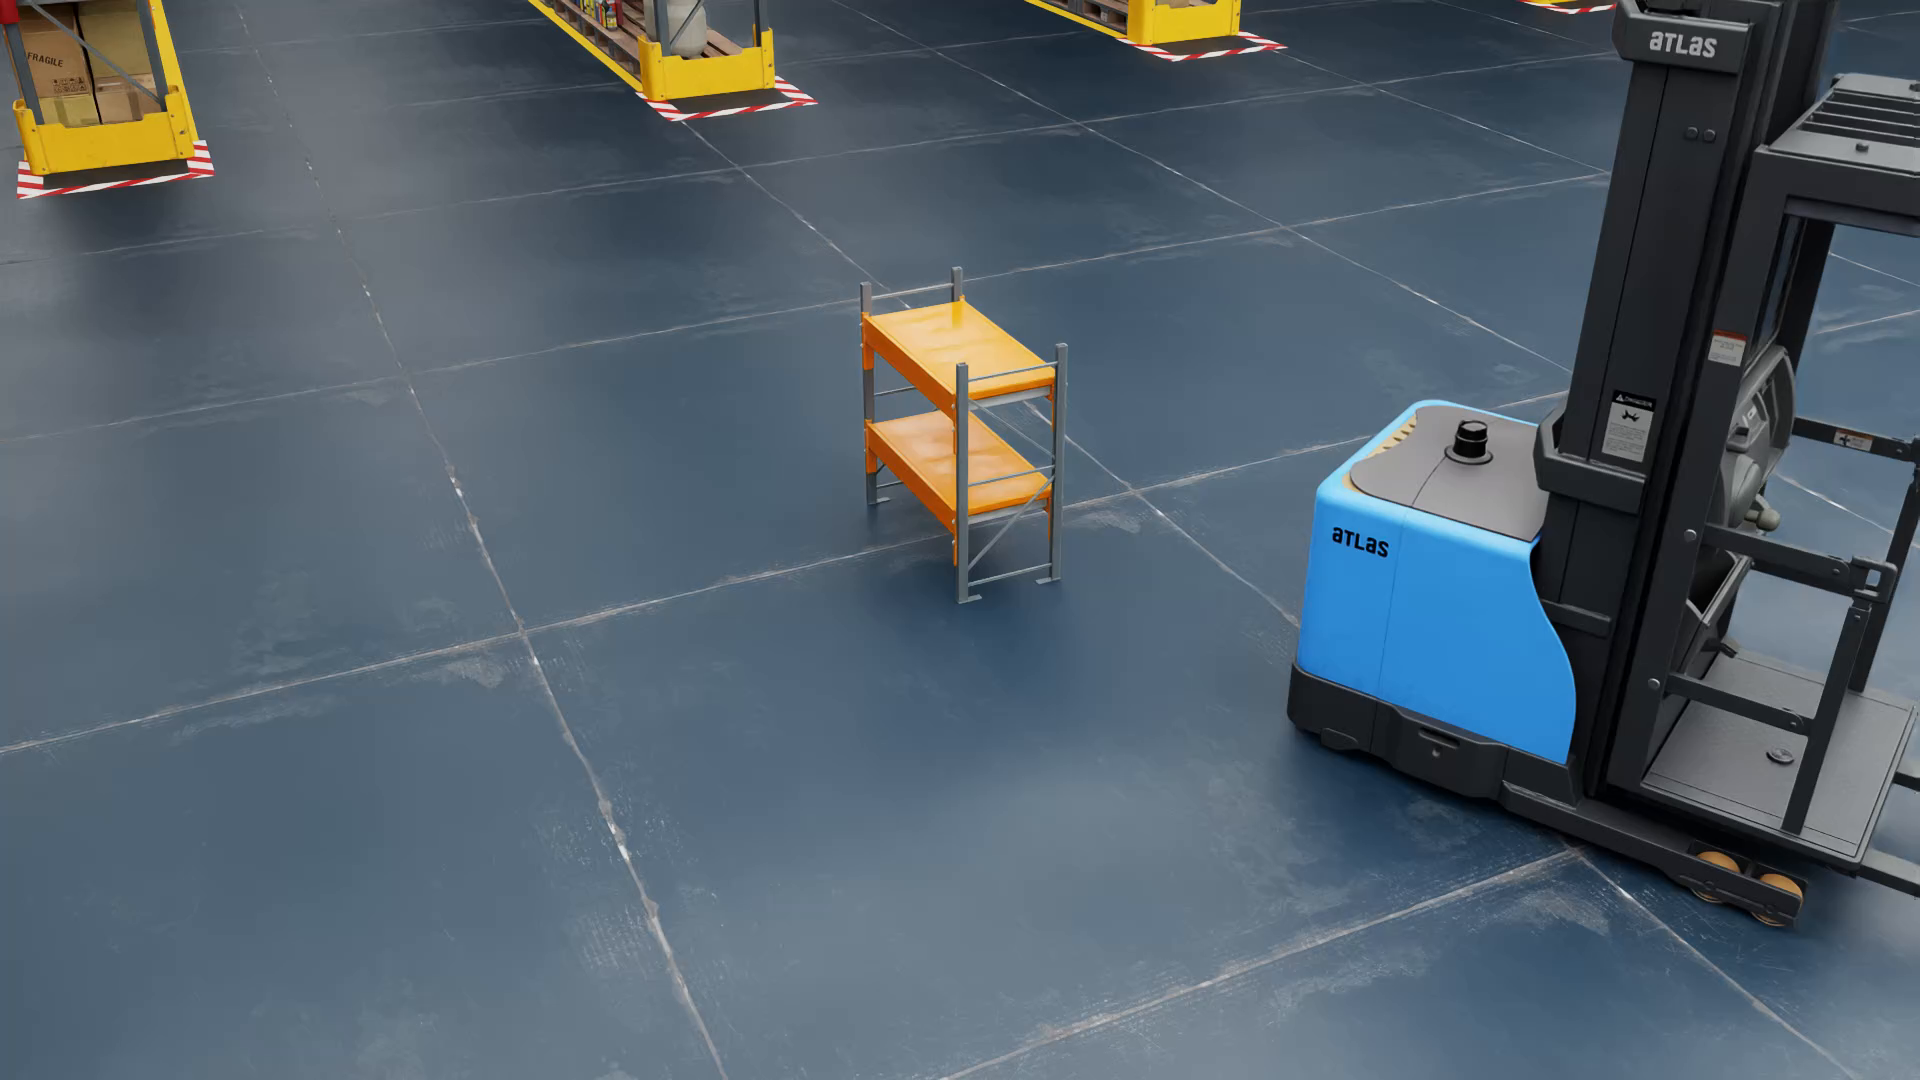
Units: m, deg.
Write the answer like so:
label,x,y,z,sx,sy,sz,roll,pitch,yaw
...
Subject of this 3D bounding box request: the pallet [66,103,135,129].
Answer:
label,x,y,z,sx,sy,sz,roll,pitch,yaw
pallet,-7.022,-3.413,13.621,1.003,0.211,1.213,-13,32,-22

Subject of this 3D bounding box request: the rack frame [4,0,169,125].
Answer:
label,x,y,z,sx,sy,sz,roll,pitch,yaw
rack frame,-6.656,-4.300,12.352,1.000,3.000,0.127,-13,32,-22

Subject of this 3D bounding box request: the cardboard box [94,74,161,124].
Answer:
label,x,y,z,sx,sy,sz,roll,pitch,yaw
cardboard box,-6.685,-3.568,13.428,0.500,0.250,0.500,-13,32,-22

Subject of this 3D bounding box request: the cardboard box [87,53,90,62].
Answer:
label,x,y,z,sx,sy,sz,roll,pitch,yaw
cardboard box,-7.808,-4.119,14.411,0.500,0.250,0.500,-13,32,-22

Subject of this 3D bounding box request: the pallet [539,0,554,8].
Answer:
label,x,y,z,sx,sy,sz,roll,pitch,yaw
pallet,-4.270,-6.228,18.641,1.003,0.211,1.213,-13,32,-22

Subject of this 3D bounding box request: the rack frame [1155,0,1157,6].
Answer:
label,x,y,z,sx,sy,sz,roll,pitch,yaw
rack frame,2.293,-6.379,16.059,1.000,3.000,0.127,-13,32,-22

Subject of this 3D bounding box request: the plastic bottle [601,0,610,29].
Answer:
label,x,y,z,sx,sy,sz,roll,pitch,yaw
plastic bottle,-3.432,-5.113,16.129,0.061,0.283,0.133,-12,32,-21

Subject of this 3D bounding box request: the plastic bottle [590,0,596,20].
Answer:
label,x,y,z,sx,sy,sz,roll,pitch,yaw
plastic bottle,-3.583,-5.345,16.474,0.144,0.351,0.185,-12,31,-20

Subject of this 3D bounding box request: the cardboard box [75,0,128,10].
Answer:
label,x,y,z,sx,sy,sz,roll,pitch,yaw
cardboard box,-7.128,-4.334,14.027,0.500,0.500,0.500,-13,32,-22

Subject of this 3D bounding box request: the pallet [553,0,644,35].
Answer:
label,x,y,z,sx,sy,sz,roll,pitch,yaw
pallet,-3.647,-5.584,17.492,1.003,0.211,1.213,-13,32,-22

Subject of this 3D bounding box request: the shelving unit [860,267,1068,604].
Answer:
label,x,y,z,sx,sy,sz,roll,pitch,yaw
shelving unit,-0.003,-0.494,7.480,0.538,1.125,1.048,-13,32,-22

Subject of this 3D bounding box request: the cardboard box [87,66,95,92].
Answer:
label,x,y,z,sx,sy,sz,roll,pitch,yaw
cardboard box,-7.378,-3.677,13.623,0.500,0.250,0.500,-13,32,-22

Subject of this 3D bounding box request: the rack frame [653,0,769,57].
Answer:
label,x,y,z,sx,sy,sz,roll,pitch,yaw
rack frame,-2.181,-5.339,14.204,1.000,3.000,0.127,-13,32,-22

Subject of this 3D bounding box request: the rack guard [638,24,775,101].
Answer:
label,x,y,z,sx,sy,sz,roll,pitch,yaw
rack guard,-2.256,-4.272,14.858,1.175,0.500,0.348,-13,32,-22

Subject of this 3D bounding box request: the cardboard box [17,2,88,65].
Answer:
label,x,y,z,sx,sy,sz,roll,pitch,yaw
cardboard box,-7.597,-4.224,13.832,0.500,0.500,0.500,-13,32,-22

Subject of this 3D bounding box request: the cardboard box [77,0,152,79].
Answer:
label,x,y,z,sx,sy,sz,roll,pitch,yaw
cardboard box,-6.901,-4.115,13.638,0.500,0.500,0.500,-13,32,-22

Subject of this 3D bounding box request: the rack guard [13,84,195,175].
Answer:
label,x,y,z,sx,sy,sz,roll,pitch,yaw
rack guard,-6.645,-3.200,12.945,1.175,0.500,0.348,-13,32,-22

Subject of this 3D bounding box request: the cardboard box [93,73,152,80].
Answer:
label,x,y,z,sx,sy,sz,roll,pitch,yaw
cardboard box,-6.903,-3.788,13.820,0.500,0.250,0.500,-13,32,-22

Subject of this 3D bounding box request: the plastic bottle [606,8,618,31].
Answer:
label,x,y,z,sx,sy,sz,roll,pitch,yaw
plastic bottle,-3.365,-5.029,16.064,0.097,0.201,0.097,0,29,0

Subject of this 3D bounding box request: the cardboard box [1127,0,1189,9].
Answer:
label,x,y,z,sx,sy,sz,roll,pitch,yaw
cardboard box,2.040,-5.751,17.066,0.500,0.500,0.500,-7,30,-13

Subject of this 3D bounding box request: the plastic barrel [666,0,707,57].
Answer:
label,x,y,z,sx,sy,sz,roll,pitch,yaw
plastic barrel,-2.532,-4.712,15.200,0.421,0.512,0.421,0,29,0

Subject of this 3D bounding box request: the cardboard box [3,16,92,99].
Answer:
label,x,y,z,sx,sy,sz,roll,pitch,yaw
cardboard box,-7.155,-3.786,13.050,0.500,0.500,0.500,-13,32,-22

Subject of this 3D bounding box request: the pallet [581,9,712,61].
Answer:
label,x,y,z,sx,sy,sz,roll,pitch,yaw
pallet,-3.119,-5.044,16.530,1.003,0.211,1.213,-13,32,-22

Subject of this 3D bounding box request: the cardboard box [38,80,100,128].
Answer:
label,x,y,z,sx,sy,sz,roll,pitch,yaw
cardboard box,-7.153,-3.459,13.234,0.500,0.250,0.500,-13,32,-22

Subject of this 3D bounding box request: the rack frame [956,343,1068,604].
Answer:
label,x,y,z,sx,sy,sz,roll,pitch,yaw
rack frame,0.215,-0.269,7.080,0.500,1.125,0.032,-13,32,-22

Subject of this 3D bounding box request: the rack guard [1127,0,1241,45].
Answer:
label,x,y,z,sx,sy,sz,roll,pitch,yaw
rack guard,2.260,-5.322,16.730,1.175,0.500,0.348,-13,32,-22

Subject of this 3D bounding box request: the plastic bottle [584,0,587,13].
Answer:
label,x,y,z,sx,sy,sz,roll,pitch,yaw
plastic bottle,-3.745,-5.420,16.760,0.097,0.201,0.097,0,29,0

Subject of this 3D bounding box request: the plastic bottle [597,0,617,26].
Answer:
label,x,y,z,sx,sy,sz,roll,pitch,yaw
plastic bottle,-3.448,-5.179,16.254,0.152,0.276,0.135,-13,32,-22

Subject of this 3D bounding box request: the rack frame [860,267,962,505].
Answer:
label,x,y,z,sx,sy,sz,roll,pitch,yaw
rack frame,-0.221,-0.718,7.881,0.500,1.125,0.032,-13,32,-22

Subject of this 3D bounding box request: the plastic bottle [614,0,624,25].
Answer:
label,x,y,z,sx,sy,sz,roll,pitch,yaw
plastic bottle,-3.352,-5.205,16.293,0.061,0.283,0.133,-13,32,-22

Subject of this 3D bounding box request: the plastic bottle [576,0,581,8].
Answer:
label,x,y,z,sx,sy,sz,roll,pitch,yaw
plastic bottle,-3.845,-5.615,16.955,0.144,0.351,0.185,-15,32,-24

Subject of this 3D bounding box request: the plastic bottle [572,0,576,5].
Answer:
label,x,y,z,sx,sy,sz,roll,pitch,yaw
plastic bottle,-3.926,-5.699,17.104,0.144,0.351,0.185,-12,32,-21

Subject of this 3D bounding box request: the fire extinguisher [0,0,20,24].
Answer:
label,x,y,z,sx,sy,sz,roll,pitch,yaw
fire extinguisher,-7.025,-4.117,12.104,0.296,0.674,0.183,-13,32,-22

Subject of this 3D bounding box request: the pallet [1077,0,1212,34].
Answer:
label,x,y,z,sx,sy,sz,roll,pitch,yaw
pallet,1.943,-5.562,17.454,1.003,0.211,1.213,-13,32,-22

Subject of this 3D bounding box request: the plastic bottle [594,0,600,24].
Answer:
label,x,y,z,sx,sy,sz,roll,pitch,yaw
plastic bottle,-3.508,-5.240,16.363,0.152,0.276,0.135,-14,32,-23

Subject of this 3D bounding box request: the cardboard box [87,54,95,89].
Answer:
label,x,y,z,sx,sy,sz,roll,pitch,yaw
cardboard box,-7.595,-3.898,14.016,0.500,0.250,0.500,-13,32,-22

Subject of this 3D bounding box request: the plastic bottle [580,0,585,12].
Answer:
label,x,y,z,sx,sy,sz,roll,pitch,yaw
plastic bottle,-3.812,-5.504,16.826,0.061,0.283,0.133,-12,31,-20

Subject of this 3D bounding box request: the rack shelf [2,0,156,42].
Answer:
label,x,y,z,sx,sy,sz,roll,pitch,yaw
rack shelf,-7.514,-4.870,14.104,1.077,0.370,4.000,-13,32,-22

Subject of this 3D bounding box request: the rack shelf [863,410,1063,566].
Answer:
label,x,y,z,sx,sy,sz,roll,pitch,yaw
rack shelf,-0.003,-0.280,7.600,0.538,0.278,1.000,-13,32,-22

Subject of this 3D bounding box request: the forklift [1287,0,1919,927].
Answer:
label,x,y,z,sx,sy,sz,roll,pitch,yaw
forklift,2.750,-0.303,5.294,3.031,2.935,1.130,20,35,31

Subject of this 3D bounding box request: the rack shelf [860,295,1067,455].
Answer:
label,x,y,z,sx,sy,sz,roll,pitch,yaw
rack shelf,-0.003,-0.749,7.337,0.538,0.278,1.000,-13,32,-22

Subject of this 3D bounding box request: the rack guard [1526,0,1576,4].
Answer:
label,x,y,z,sx,sy,sz,roll,pitch,yaw
rack guard,6.826,-6.275,18.429,1.175,0.500,0.348,-13,32,-22

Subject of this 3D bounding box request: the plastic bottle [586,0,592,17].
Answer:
label,x,y,z,sx,sy,sz,roll,pitch,yaw
plastic bottle,-3.662,-5.427,16.621,0.144,0.351,0.185,-13,32,-22

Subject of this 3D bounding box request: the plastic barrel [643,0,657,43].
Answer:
label,x,y,z,sx,sy,sz,roll,pitch,yaw
plastic barrel,-2.747,-4.933,15.595,0.421,0.512,0.421,0,29,0

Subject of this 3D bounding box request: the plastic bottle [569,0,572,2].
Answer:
label,x,y,z,sx,sy,sz,roll,pitch,yaw
plastic bottle,-3.993,-5.740,17.254,0.152,0.276,0.135,-12,31,-20

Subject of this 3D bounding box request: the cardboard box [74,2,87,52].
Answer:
label,x,y,z,sx,sy,sz,roll,pitch,yaw
cardboard box,-7.811,-4.446,14.226,0.500,0.500,0.500,-13,32,-22

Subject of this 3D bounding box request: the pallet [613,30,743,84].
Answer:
label,x,y,z,sx,sy,sz,roll,pitch,yaw
pallet,-2.600,-4.506,15.570,1.003,0.211,1.213,-13,32,-22

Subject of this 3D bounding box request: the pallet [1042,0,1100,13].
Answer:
label,x,y,z,sx,sy,sz,roll,pitch,yaw
pallet,1.424,-6.101,18.414,1.003,0.211,1.213,-13,32,-22

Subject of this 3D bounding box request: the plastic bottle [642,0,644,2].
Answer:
label,x,y,z,sx,sy,sz,roll,pitch,yaw
plastic bottle,-3.221,-5.629,17.048,0.061,0.283,0.133,-13,32,-22
